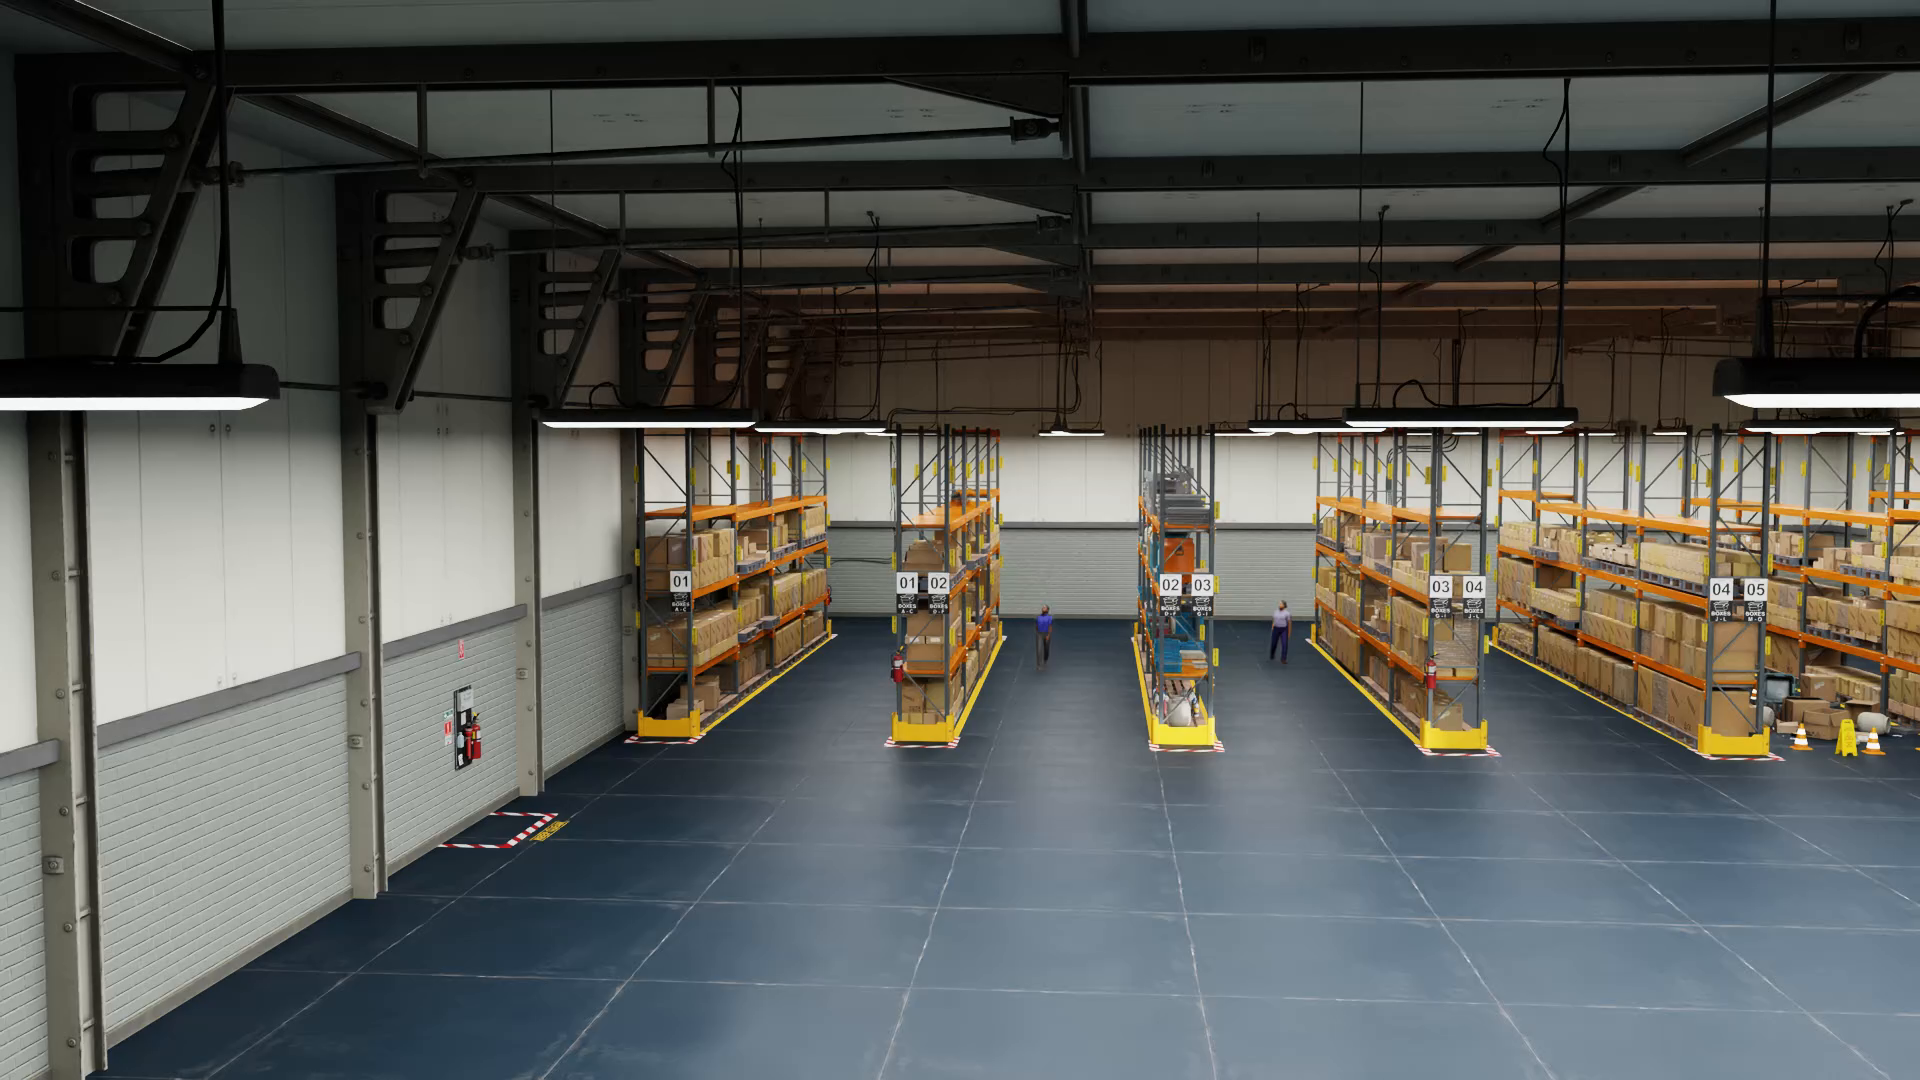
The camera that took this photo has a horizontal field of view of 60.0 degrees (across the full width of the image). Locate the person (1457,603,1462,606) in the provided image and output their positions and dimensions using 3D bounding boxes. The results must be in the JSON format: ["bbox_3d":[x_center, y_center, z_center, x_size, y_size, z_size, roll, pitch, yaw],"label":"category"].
[{"bbox_3d":[14.136,1.945,47.351,0.735,1.791,0.856,1,4,12],"label":"person"}]

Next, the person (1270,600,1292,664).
[{"bbox_3d":[8.171,2.327,42.353,0.507,1.612,0.665,0,3,3],"label":"person"}]

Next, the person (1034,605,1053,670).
[{"bbox_3d":[2.074,2.410,41.376,0.456,1.574,0.951,0,3,-1],"label":"person"}]
